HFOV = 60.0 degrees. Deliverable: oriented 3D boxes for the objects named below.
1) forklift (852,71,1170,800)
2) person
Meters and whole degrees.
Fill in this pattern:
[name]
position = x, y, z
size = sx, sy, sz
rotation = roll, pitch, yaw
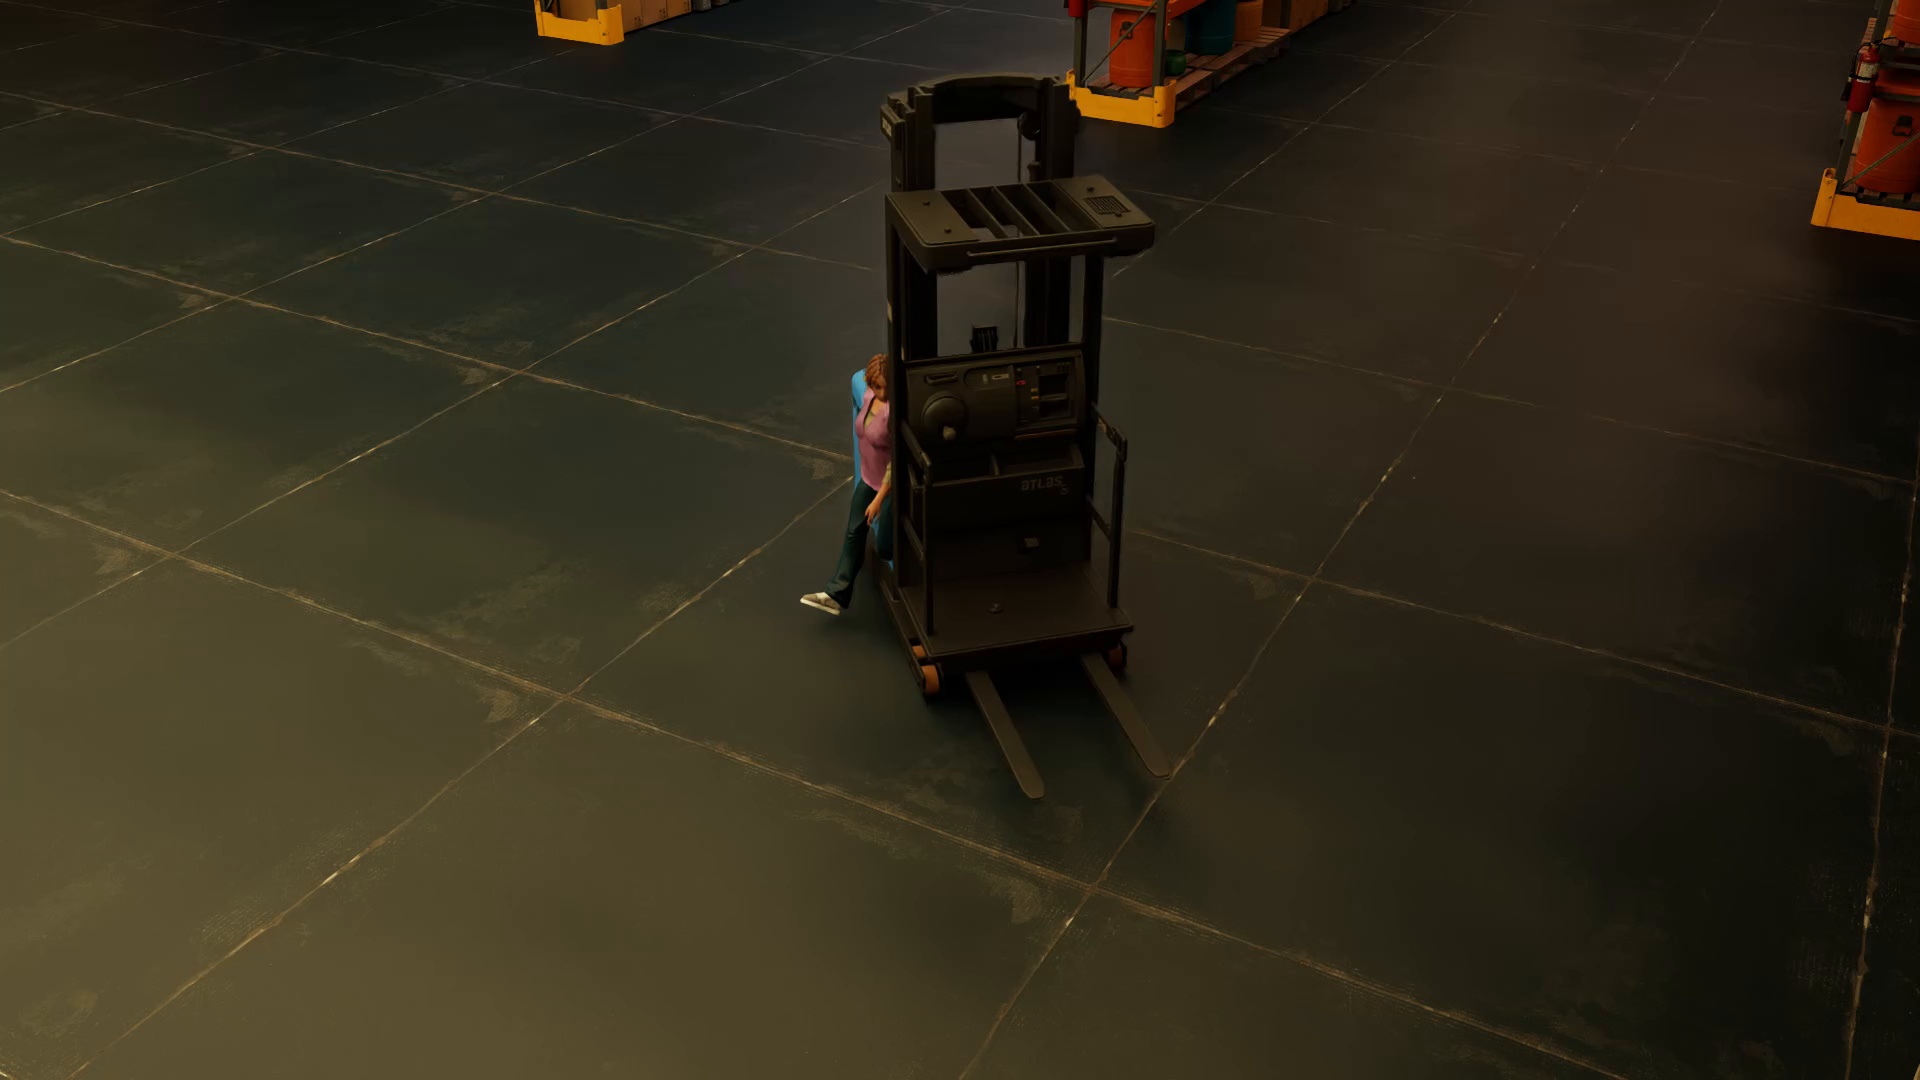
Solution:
[forklift]
position = 0.246, -0.677, 8.244
size = 1.130, 2.935, 3.031
rotation = -8, 31, -13
[person]
position = -0.490, -0.296, 8.937
size = 0.862, 1.511, 0.589
rotation = -22, 37, -33
